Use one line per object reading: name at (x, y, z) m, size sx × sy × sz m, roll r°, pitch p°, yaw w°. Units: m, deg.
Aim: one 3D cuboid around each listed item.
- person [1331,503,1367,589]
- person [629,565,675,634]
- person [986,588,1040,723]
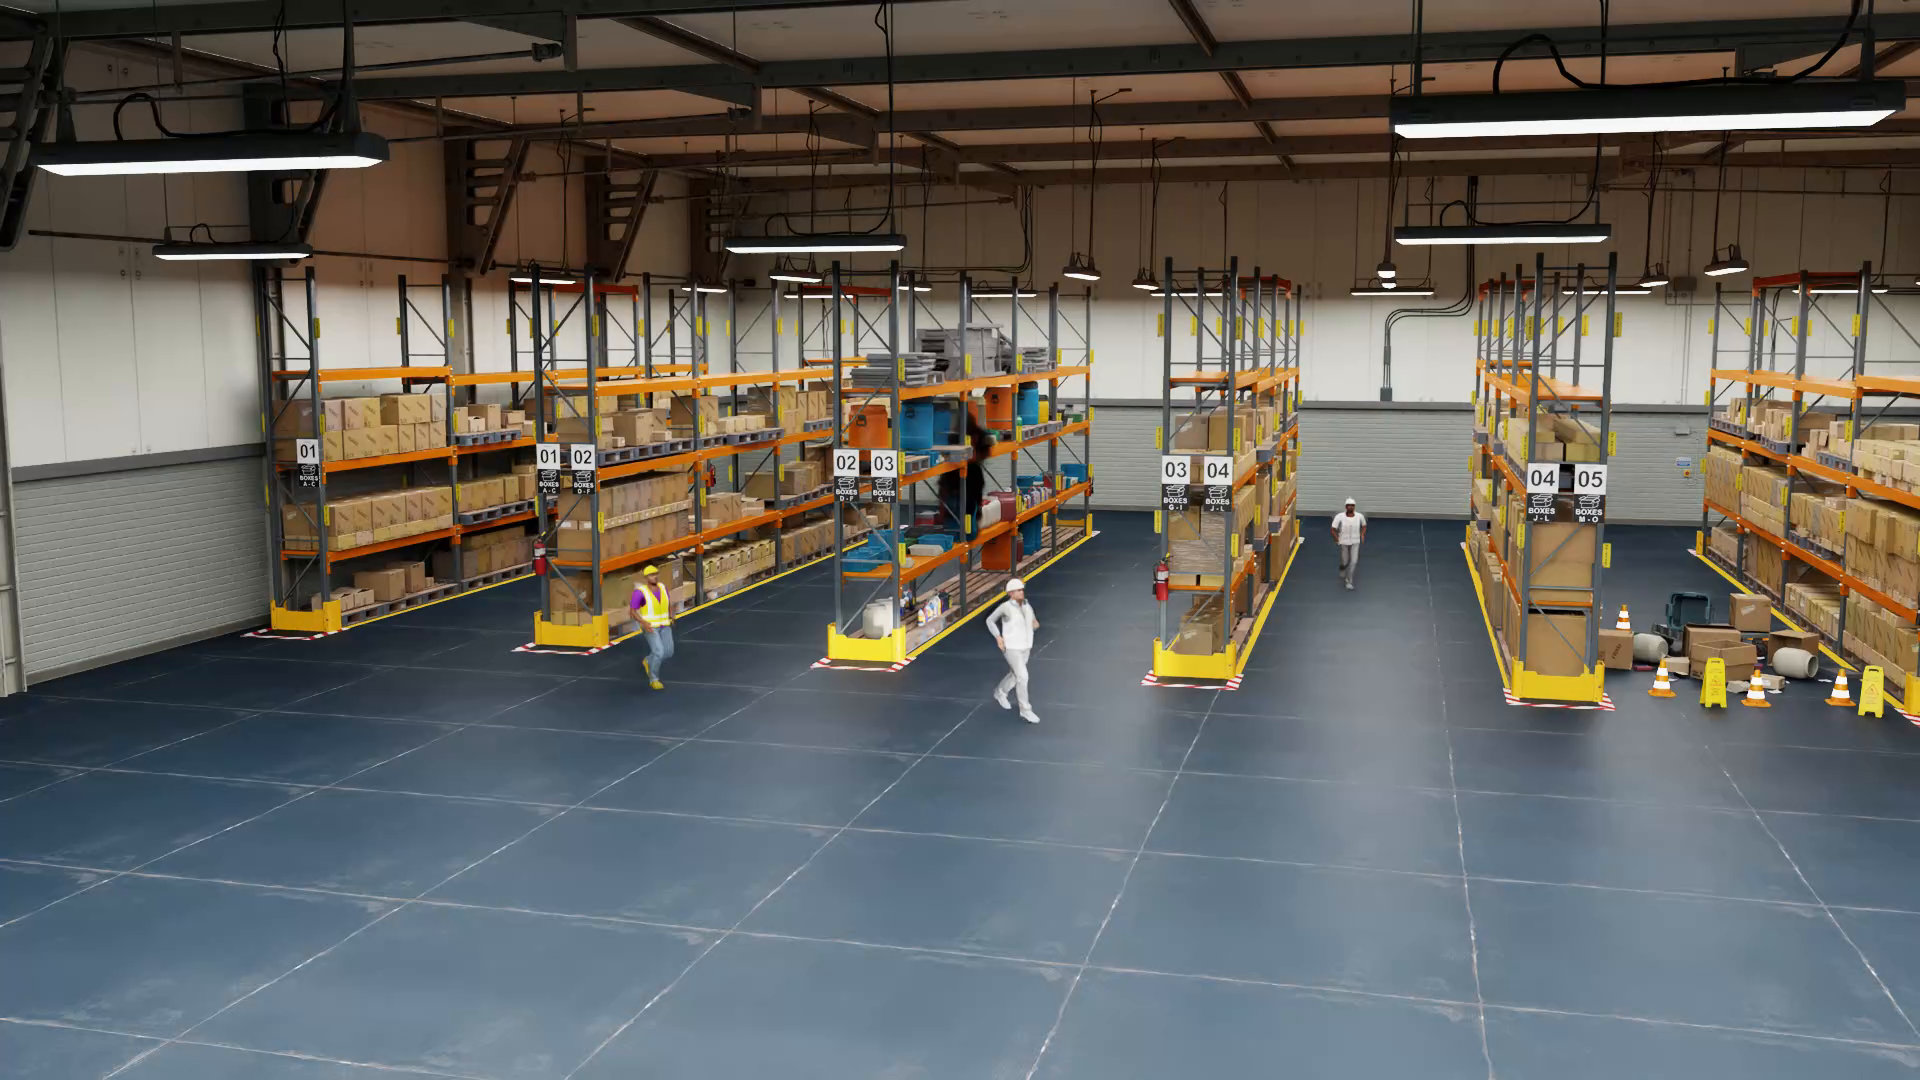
person at (7.560, 0.077, 32.295) m, size 0.699 × 1.698 × 0.758 m, roll 1°, pitch 7°, yaw 4°
person at (-4.253, 0.814, 23.194) m, size 0.413 × 0.926 × 0.698 m, roll 7°, pitch 10°, yaw 43°
person at (0.729, 1.415, 21.450) m, size 0.917 × 1.738 × 0.645 m, roll 7°, pitch 10°, yaw 44°
